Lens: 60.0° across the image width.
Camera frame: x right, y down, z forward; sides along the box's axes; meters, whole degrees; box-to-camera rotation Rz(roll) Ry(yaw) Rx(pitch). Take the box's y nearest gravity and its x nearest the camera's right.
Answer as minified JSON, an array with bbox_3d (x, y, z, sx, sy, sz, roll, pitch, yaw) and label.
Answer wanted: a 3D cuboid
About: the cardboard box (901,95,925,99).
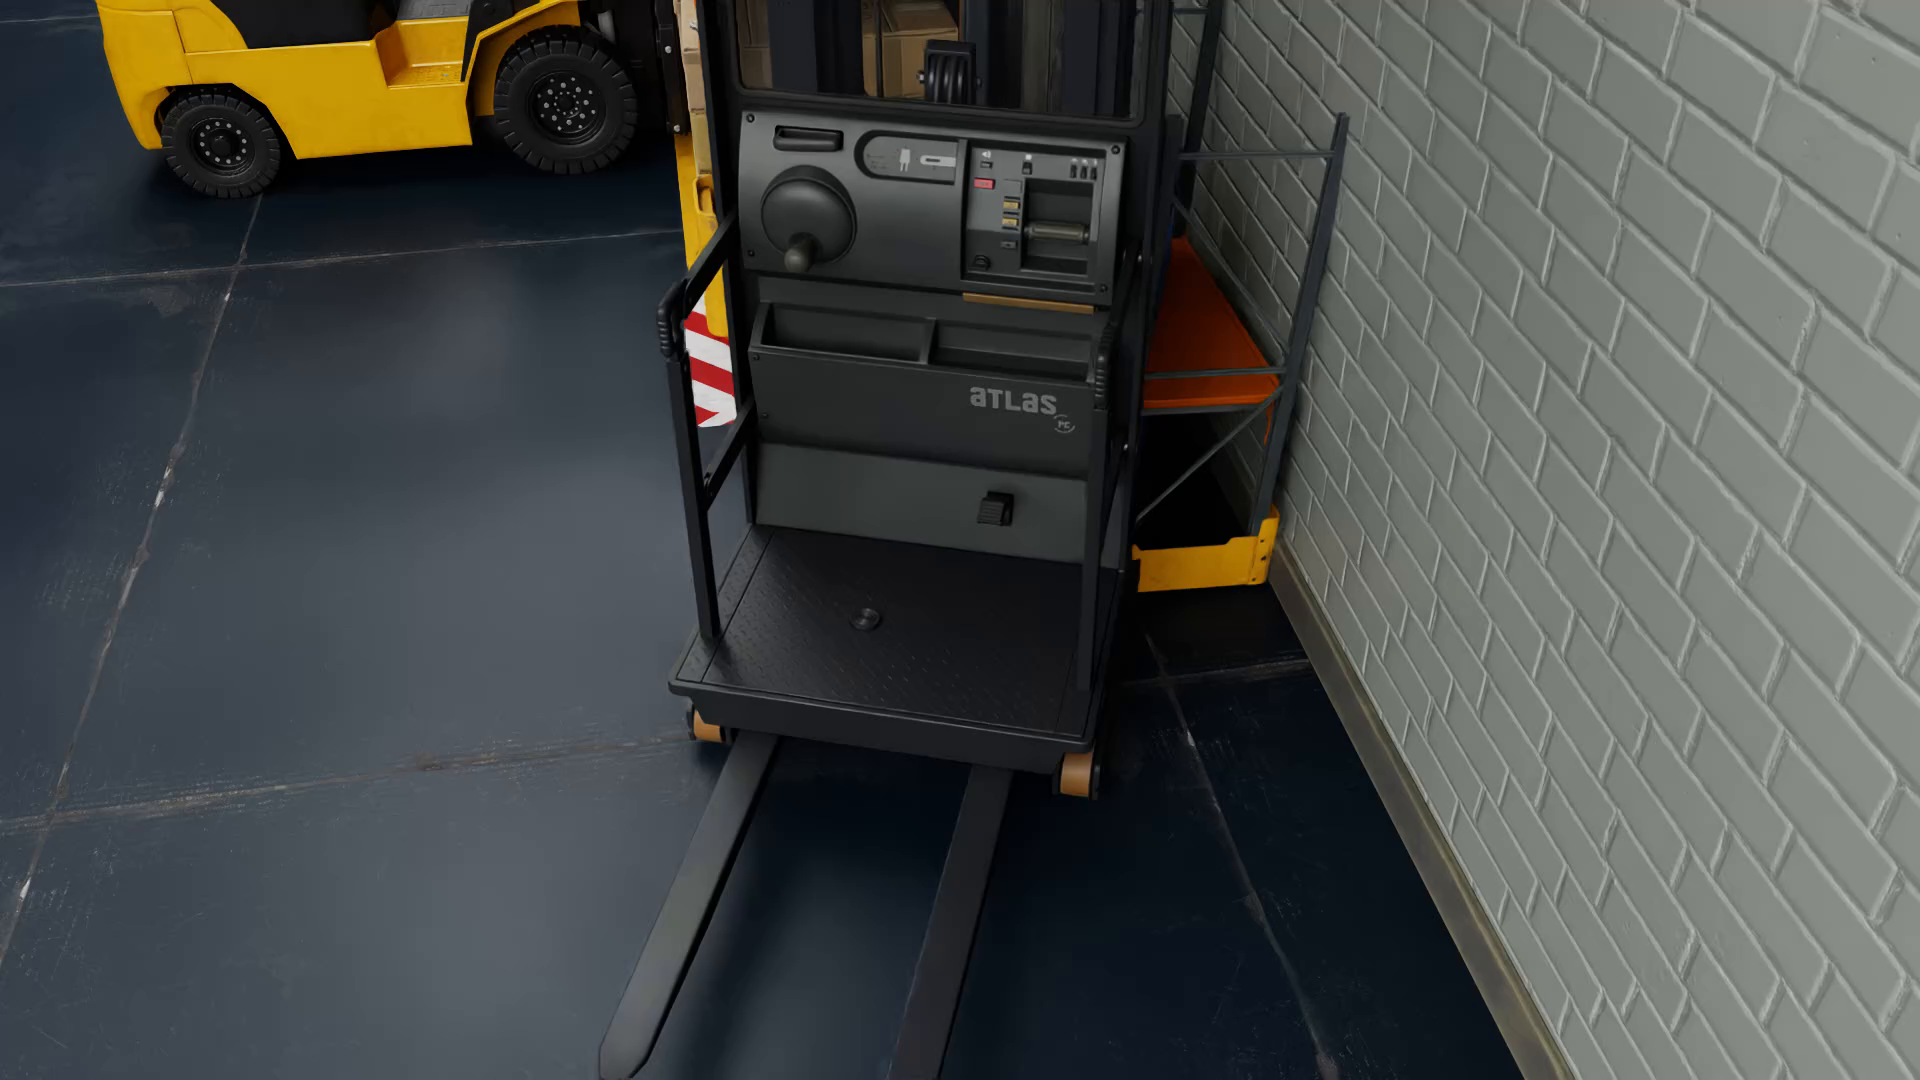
[{"bbox_3d":[-0.273,-1.702,6.488,0.500,0.250,0.500,-6,38,-7],"label":"cardboard box"}]

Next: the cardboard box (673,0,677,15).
[{"bbox_3d":[-0.977,-2.450,7.042,0.500,0.250,0.500,-6,38,-7],"label":"cardboard box"}]

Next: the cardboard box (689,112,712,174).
[{"bbox_3d":[-0.788,-1.657,6.429,0.500,0.250,0.500,-7,38,-9],"label":"cardboard box"}]

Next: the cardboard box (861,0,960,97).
[{"bbox_3d":[-0.293,-1.904,6.340,0.500,0.250,0.500,-7,38,-9],"label":"cardboard box"}]

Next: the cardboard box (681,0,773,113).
[{"bbox_3d":[-0.783,-1.838,6.255,0.500,0.250,0.500,-5,38,-6],"label":"cardboard box"}]

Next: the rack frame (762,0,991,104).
[{"bbox_3d":[-0.395,-2.119,5.532,1.000,3.000,0.127,-6,38,-8],"label":"rack frame"}]

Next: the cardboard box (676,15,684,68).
[{"bbox_3d":[-0.977,-2.270,7.219,0.500,0.250,0.500,-7,38,-9],"label":"cardboard box"}]

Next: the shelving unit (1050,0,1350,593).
[{"bbox_3d":[0.598,-0.770,4.984,0.587,1.500,1.083,-4,38,-11],"label":"shelving unit"}]

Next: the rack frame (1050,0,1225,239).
[{"bbox_3d":[0.501,-1.071,5.370,0.500,1.500,0.032,-4,38,-11],"label":"rack frame"}]

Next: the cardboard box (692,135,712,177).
[{"bbox_3d":[-0.789,-1.449,6.568,0.500,0.250,0.500,-6,38,-8],"label":"cardboard box"}]

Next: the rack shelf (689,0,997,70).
[{"bbox_3d":[-0.746,-3.043,7.308,1.077,0.370,4.000,-6,38,-8],"label":"rack shelf"}]

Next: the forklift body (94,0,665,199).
[{"bbox_3d":[-2.524,-2.733,7.014,2.313,2.155,1.214,-6,38,-8],"label":"forklift body"}]

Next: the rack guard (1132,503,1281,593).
[{"bbox_3d":[0.651,0.027,4.975,0.587,0.250,0.087,-4,38,-11],"label":"rack guard"}]

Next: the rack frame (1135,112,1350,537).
[{"bbox_3d":[0.699,-0.458,4.584,0.500,1.500,0.032,-4,38,-11],"label":"rack frame"}]

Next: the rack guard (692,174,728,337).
[{"bbox_3d":[-0.391,-1.117,6.280,1.175,0.500,0.348,-6,38,-8],"label":"rack guard"}]

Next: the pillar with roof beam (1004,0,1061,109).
[{"bbox_3d":[-3.868,-4.542,3.762,9.100,9.000,0.400,-6,38,-8],"label":"pillar with roof beam"}]

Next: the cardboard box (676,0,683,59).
[{"bbox_3d":[-0.878,-2.146,6.651,0.500,0.250,0.500,-6,38,-7],"label":"cardboard box"}]

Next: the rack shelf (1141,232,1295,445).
[{"bbox_3d":[0.587,-0.622,5.085,0.538,0.185,1.000,-4,38,-11],"label":"rack shelf"}]

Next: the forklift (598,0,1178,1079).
[{"bbox_3d":[-0.117,-0.732,3.804,1.130,2.935,3.031,7,38,9],"label":"forklift"}]
